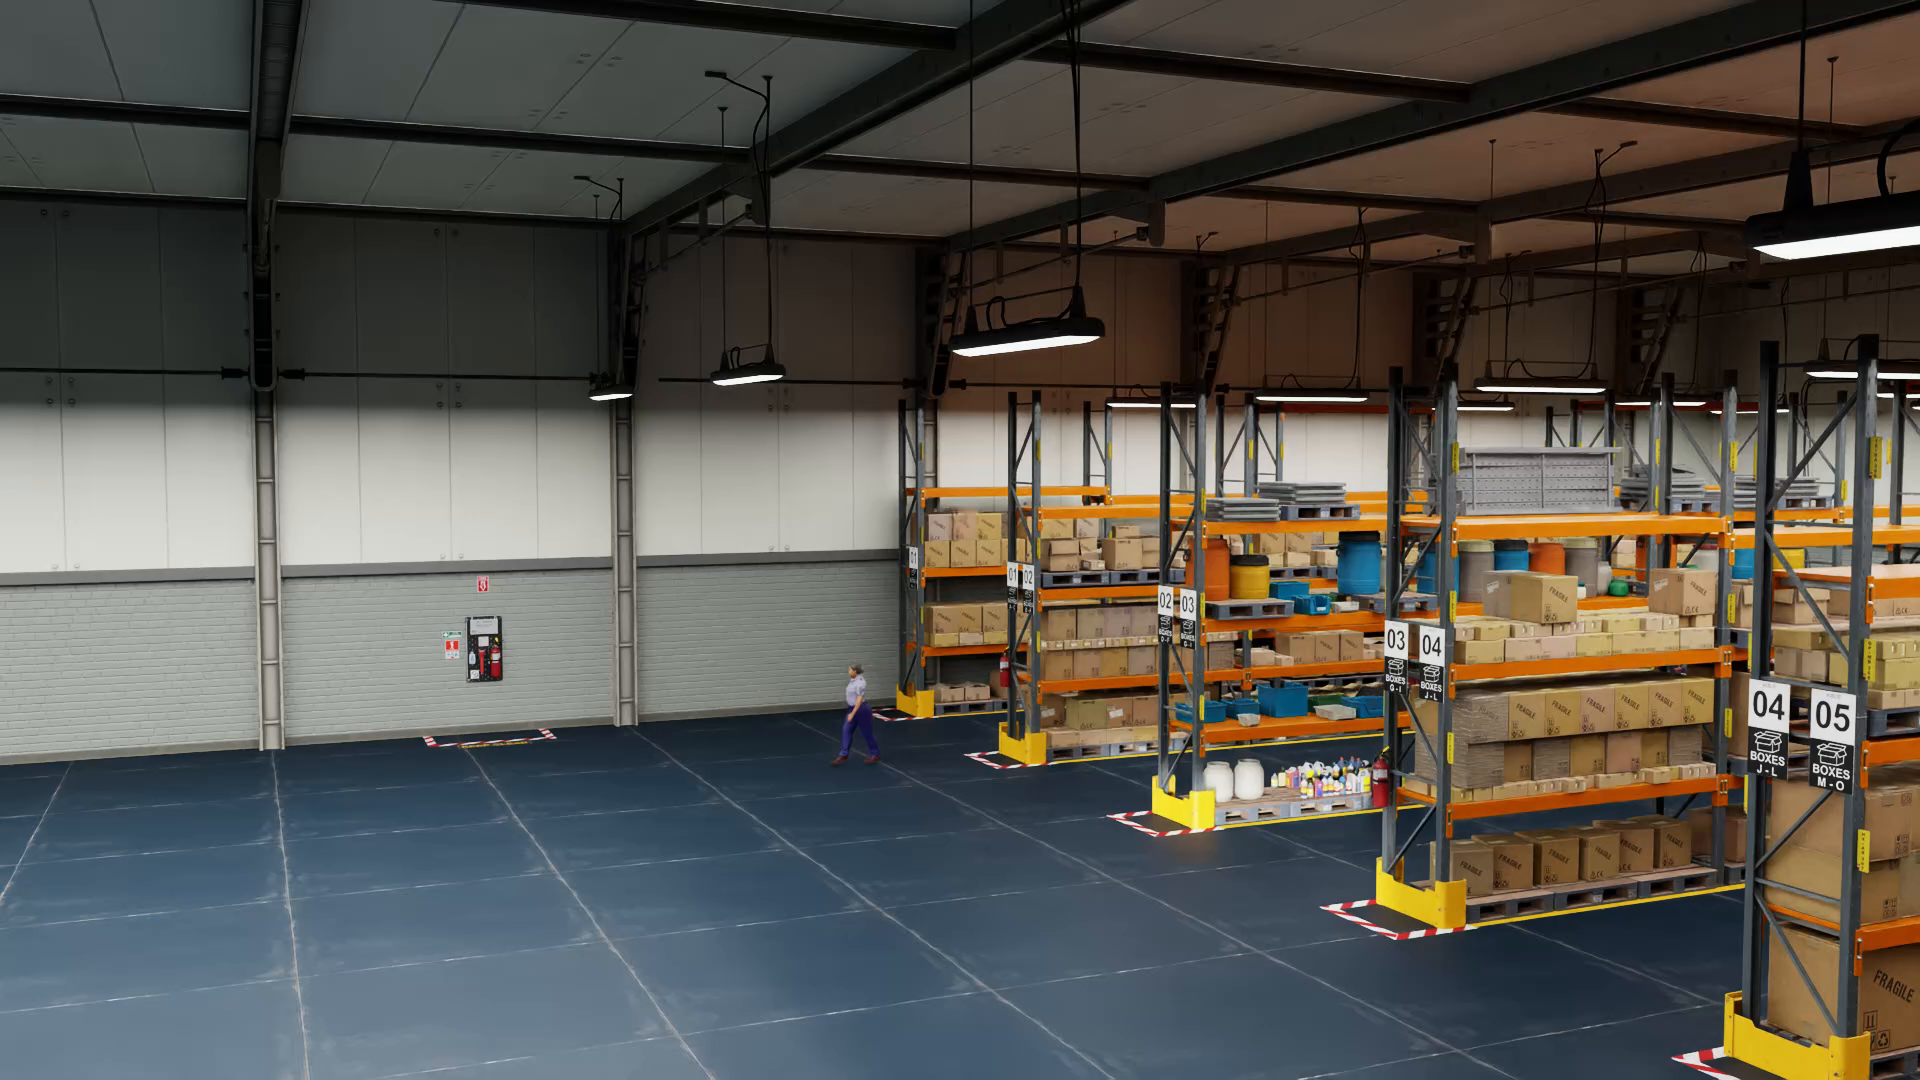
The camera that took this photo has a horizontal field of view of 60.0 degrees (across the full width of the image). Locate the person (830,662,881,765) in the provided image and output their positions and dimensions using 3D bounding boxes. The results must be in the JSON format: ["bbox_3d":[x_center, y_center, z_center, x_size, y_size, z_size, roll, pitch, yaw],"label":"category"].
[{"bbox_3d":[-1.679,2.776,26.679,0.808,1.632,0.508,-2,4,-27],"label":"person"}]
